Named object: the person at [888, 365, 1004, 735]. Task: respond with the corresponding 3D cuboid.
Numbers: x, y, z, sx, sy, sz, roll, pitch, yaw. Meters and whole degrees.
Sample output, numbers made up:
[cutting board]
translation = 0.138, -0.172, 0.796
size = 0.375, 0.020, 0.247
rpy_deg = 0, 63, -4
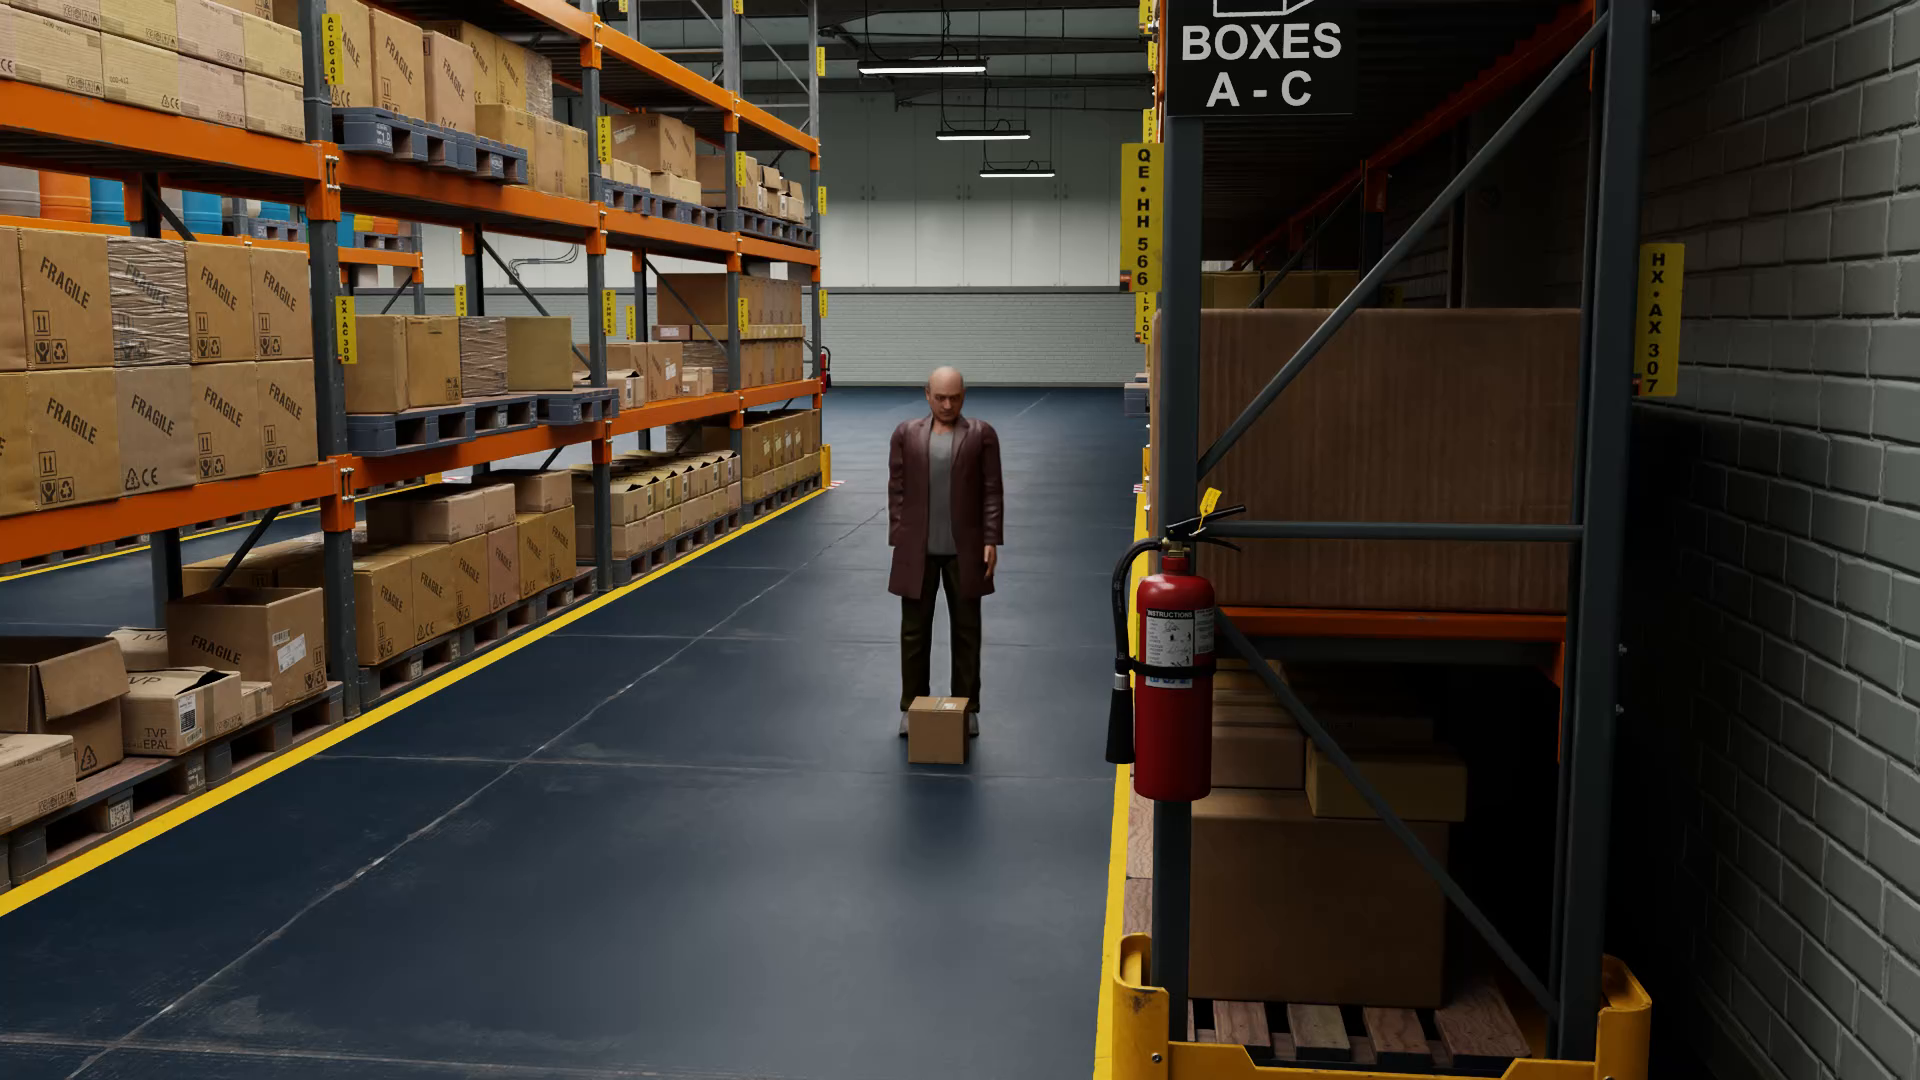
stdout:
[person]
translation = -0.069, 0.051, 7.999
size = 0.562, 1.772, 0.378
rpy_deg = 0, 7, 2
